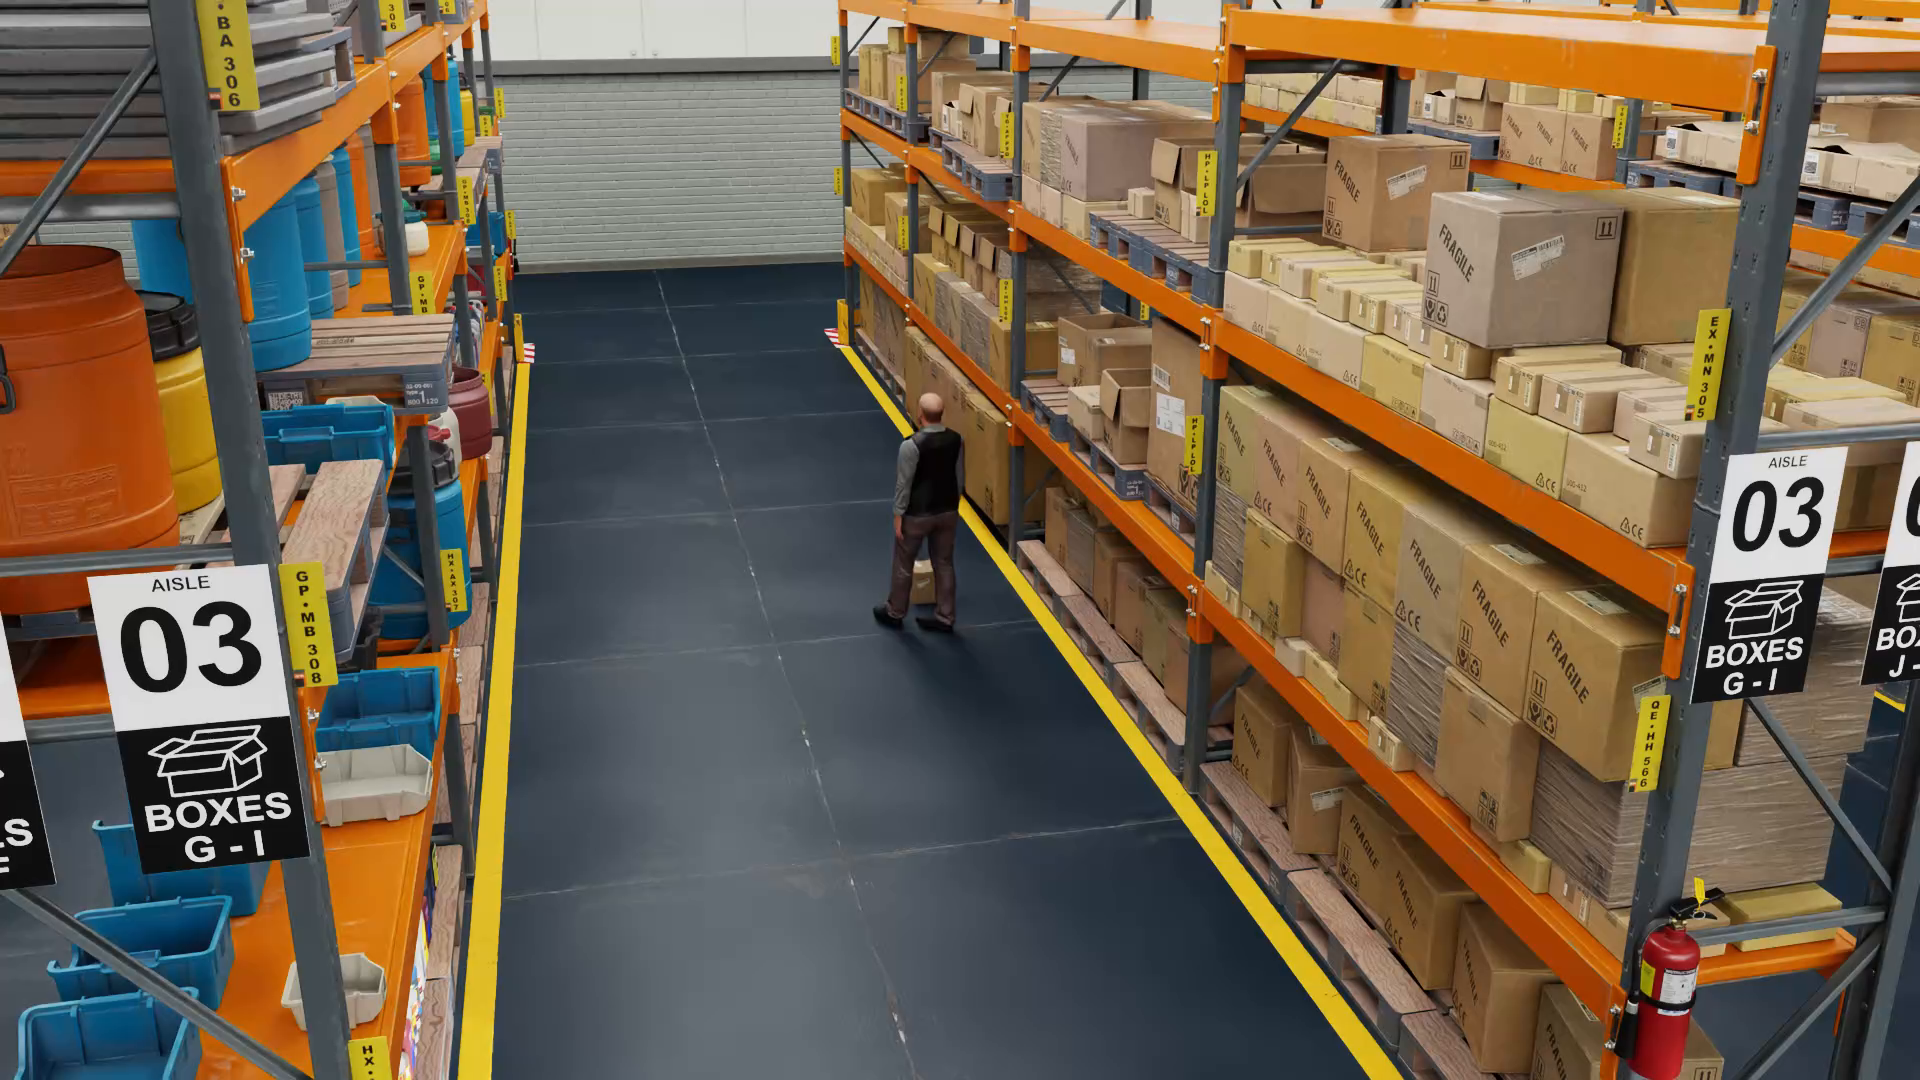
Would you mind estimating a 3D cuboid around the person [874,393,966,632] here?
[{"bbox_3d":[-0.290,-0.217,11.702,0.564,1.723,0.605,-11,22,-29],"label":"person"}]
